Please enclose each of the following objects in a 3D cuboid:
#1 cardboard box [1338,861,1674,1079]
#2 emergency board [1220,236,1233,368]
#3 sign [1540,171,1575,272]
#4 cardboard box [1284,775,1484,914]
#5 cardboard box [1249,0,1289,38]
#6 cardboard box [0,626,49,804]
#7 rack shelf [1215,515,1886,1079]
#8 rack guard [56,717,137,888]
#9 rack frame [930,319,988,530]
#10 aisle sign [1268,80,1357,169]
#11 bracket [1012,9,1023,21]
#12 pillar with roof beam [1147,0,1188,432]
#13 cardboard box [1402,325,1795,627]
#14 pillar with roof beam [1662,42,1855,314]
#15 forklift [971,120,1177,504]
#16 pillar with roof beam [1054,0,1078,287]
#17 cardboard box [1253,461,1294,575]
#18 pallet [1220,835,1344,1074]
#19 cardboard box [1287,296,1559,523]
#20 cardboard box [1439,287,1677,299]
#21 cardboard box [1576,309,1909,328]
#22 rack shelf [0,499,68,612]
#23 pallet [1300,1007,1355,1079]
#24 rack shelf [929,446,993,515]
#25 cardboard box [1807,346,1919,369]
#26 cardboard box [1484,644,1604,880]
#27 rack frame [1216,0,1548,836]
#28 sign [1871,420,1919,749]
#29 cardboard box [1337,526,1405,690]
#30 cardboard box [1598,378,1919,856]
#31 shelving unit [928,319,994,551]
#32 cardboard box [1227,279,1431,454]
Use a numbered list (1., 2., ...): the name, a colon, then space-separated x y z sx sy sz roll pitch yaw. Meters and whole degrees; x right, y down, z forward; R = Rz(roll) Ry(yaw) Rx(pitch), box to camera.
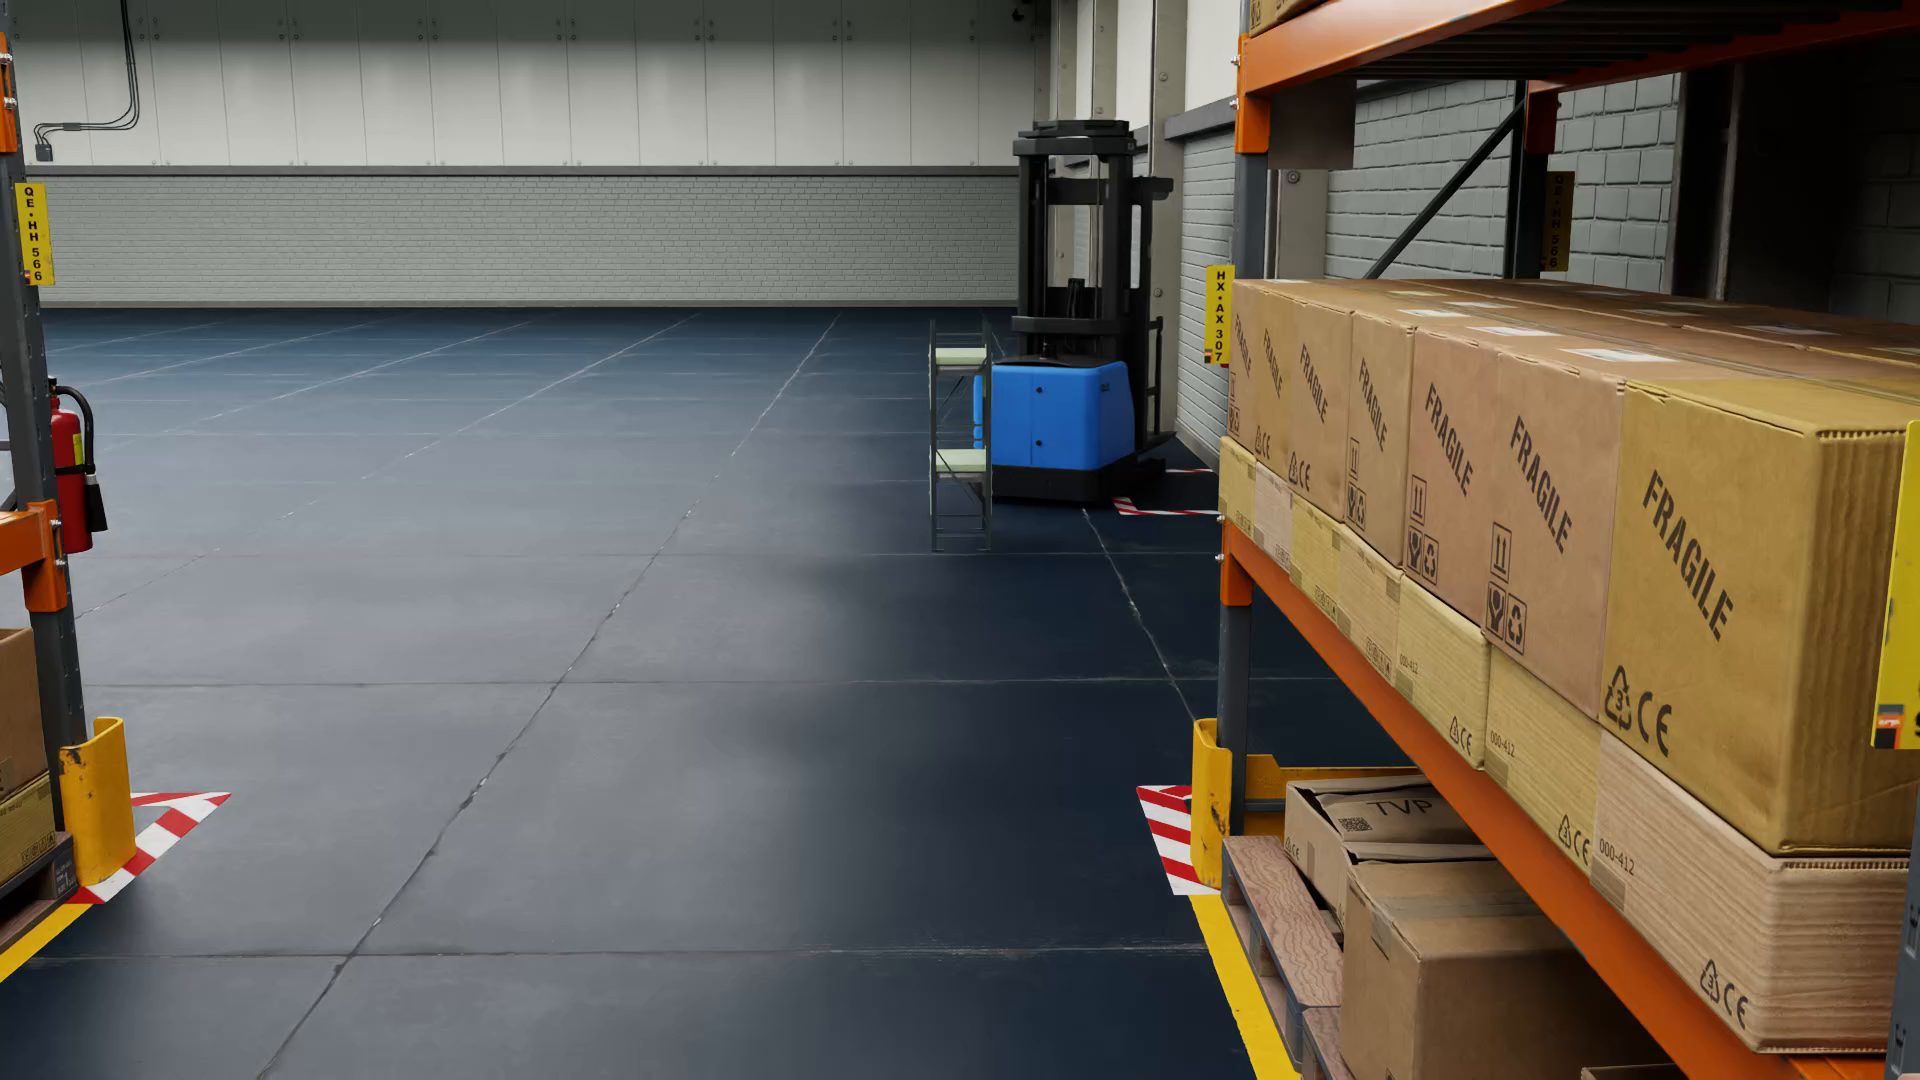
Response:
1. cardboard box: 1.311 1.078 3.880 0.700 0.500 0.500 -1 12 -5
2. emergency board: 2.152 -1.877 13.267 0.194 1.169 0.643 0 11 -1
3. sign: 1.965 -1.049 5.479 0.100 0.325 0.005 0 11 -1
4. cardboard box: 1.334 0.912 5.178 0.500 0.311 0.500 -2 12 -8
5. cardboard box: 1.166 -1.790 4.991 0.500 0.500 0.500 0 11 0
6. cardboard box: -3.234 0.572 5.168 0.500 0.500 0.500 0 11 -1
7. rack shelf: 1.451 0.422 3.746 1.077 0.370 4.000 0 11 -1
8. rack guard: -3.544 0.913 5.802 1.175 0.500 0.348 0 11 -1
9. rack frame: -0.008 -0.809 11.775 0.400 1.500 0.023 0 11 -1
10. aisle sign: 1.108 -1.616 5.440 0.394 0.787 0.004 0 11 -1
11. bracket: 1.256 -11.413 36.128 0.235 0.232 0.430 0 11 -1
12. pillar with roof beam: -2.263 -5.501 16.040 9.100 9.000 0.400 0 11 -1
13. cardboard box: 1.158 -0.129 3.092 0.500 0.500 0.500 -1 11 -3
14. pillar with roof beam: -2.015 -3.115 4.282 9.100 9.000 0.400 0 11 -1
15. forklift: 1.119 -1.968 13.887 1.130 2.935 3.031 5 12 22
16. pillar with roof beam: -2.511 -7.886 27.798 9.100 9.000 0.400 0 11 -1
17. cardboard box: 1.127 -0.063 4.654 0.500 0.250 0.500 -1 11 -3
18. pallet: 1.393 1.215 5.040 1.003 0.211 1.213 0 11 -1
19. cardboard box: 1.123 -0.335 4.108 0.500 0.500 0.500 -1 11 -3
20. cardboard box: 1.632 -0.439 4.621 0.500 0.500 0.500 0 11 0
21. cardboard box: 1.658 -0.237 3.621 0.500 0.500 0.500 0 11 0
22. rack shelf: -3.502 0.443 3.642 1.077 0.370 4.000 0 11 -1
23. pallet: 1.415 1.457 3.847 1.003 0.211 1.213 0 11 -1
24. rack shelf: 0.000 -0.417 11.481 0.431 0.370 0.720 0 11 -1
25. cardboard box: 1.684 -0.034 2.625 0.500 0.500 0.500 0 11 -1
26. cardboard box: 1.177 0.338 2.674 0.500 0.250 0.500 0 11 -1
27. rack frame: 1.409 -0.328 5.634 1.000 3.000 0.127 0 11 -1
28. sign: 0.950 0.046 1.610 0.100 0.325 0.005 0 11 -1
29. cardboard box: 1.140 0.138 3.659 0.500 0.250 0.500 0 11 -1
30. cardboard box: 1.173 0.070 2.110 0.500 0.500 0.500 0 11 -1
31. shelving unit: 0.000 -0.736 11.417 0.431 1.500 0.755 0 11 -1
32. cardboard box: 1.119 -0.536 5.098 0.500 0.500 0.500 0 11 -1
